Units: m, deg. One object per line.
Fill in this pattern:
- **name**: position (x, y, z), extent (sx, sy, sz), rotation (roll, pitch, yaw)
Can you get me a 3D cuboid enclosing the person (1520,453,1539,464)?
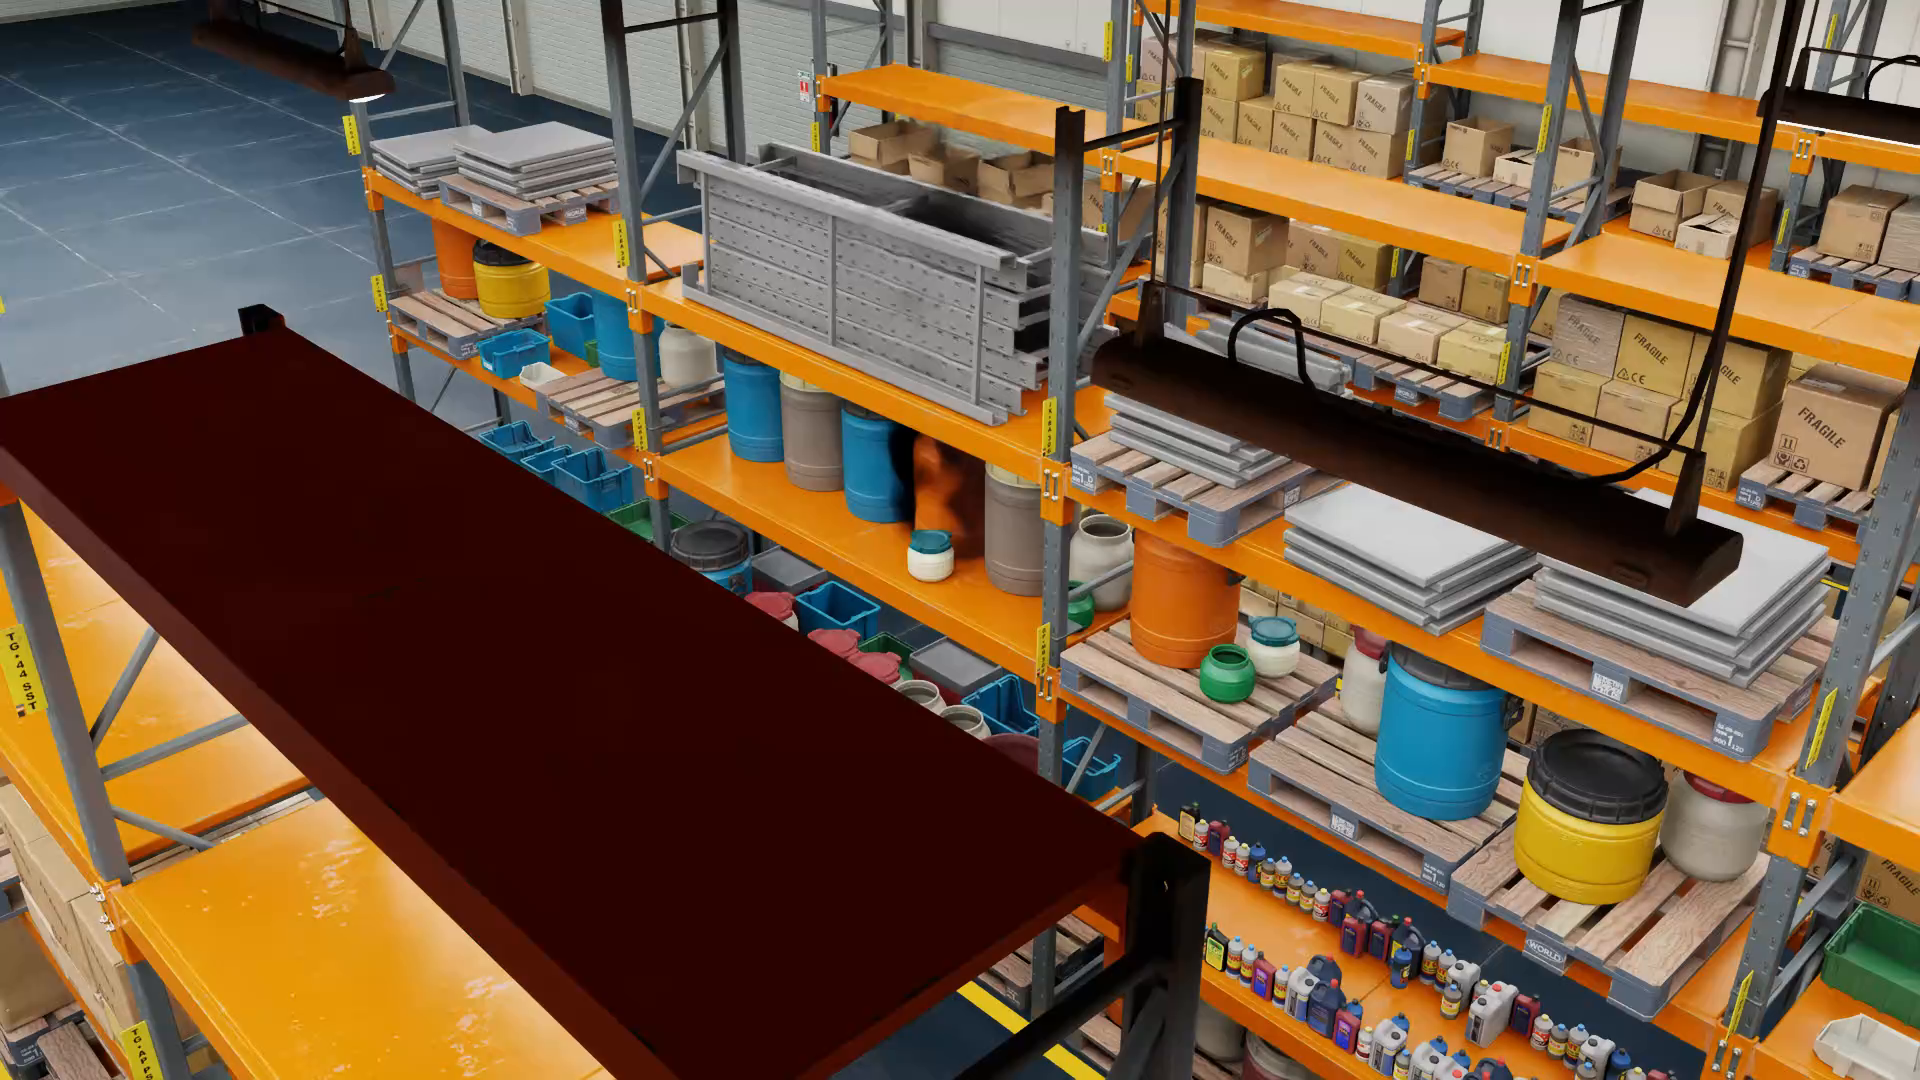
- **person**: position (5.203, -0.205, 15.370), extent (0.822, 1.842, 0.690), rotation (23, 36, 36)
